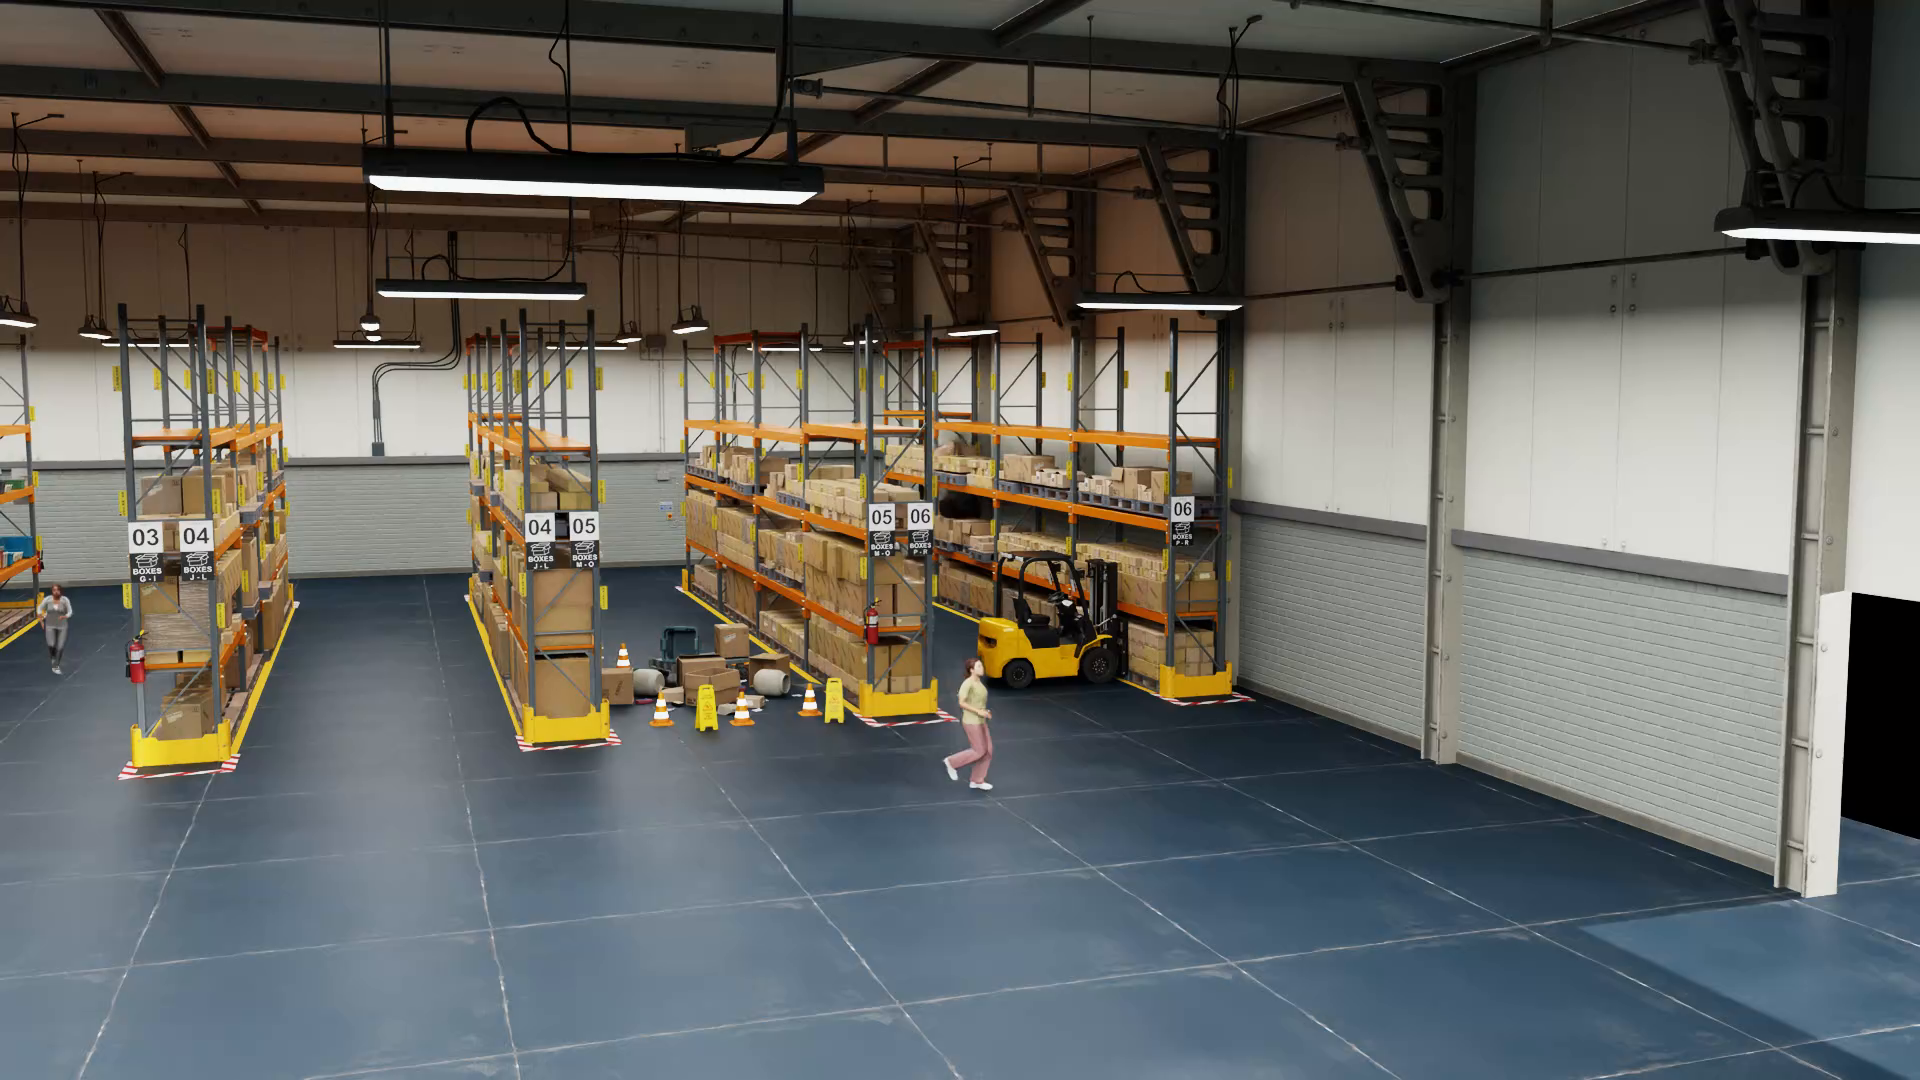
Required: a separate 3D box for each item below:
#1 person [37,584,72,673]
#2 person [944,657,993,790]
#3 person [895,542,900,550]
[{"bbox_3d":[-15.502,1.522,28.507,0.530,1.550,0.608,-3,6,-30],"label":"person"},{"bbox_3d":[0.129,2.249,20.505,0.619,1.625,0.574,2,6,22],"label":"person"},{"bbox_3d":[-1.482,0.636,34.465,0.621,1.785,0.821,-2,6,-24],"label":"person"}]
